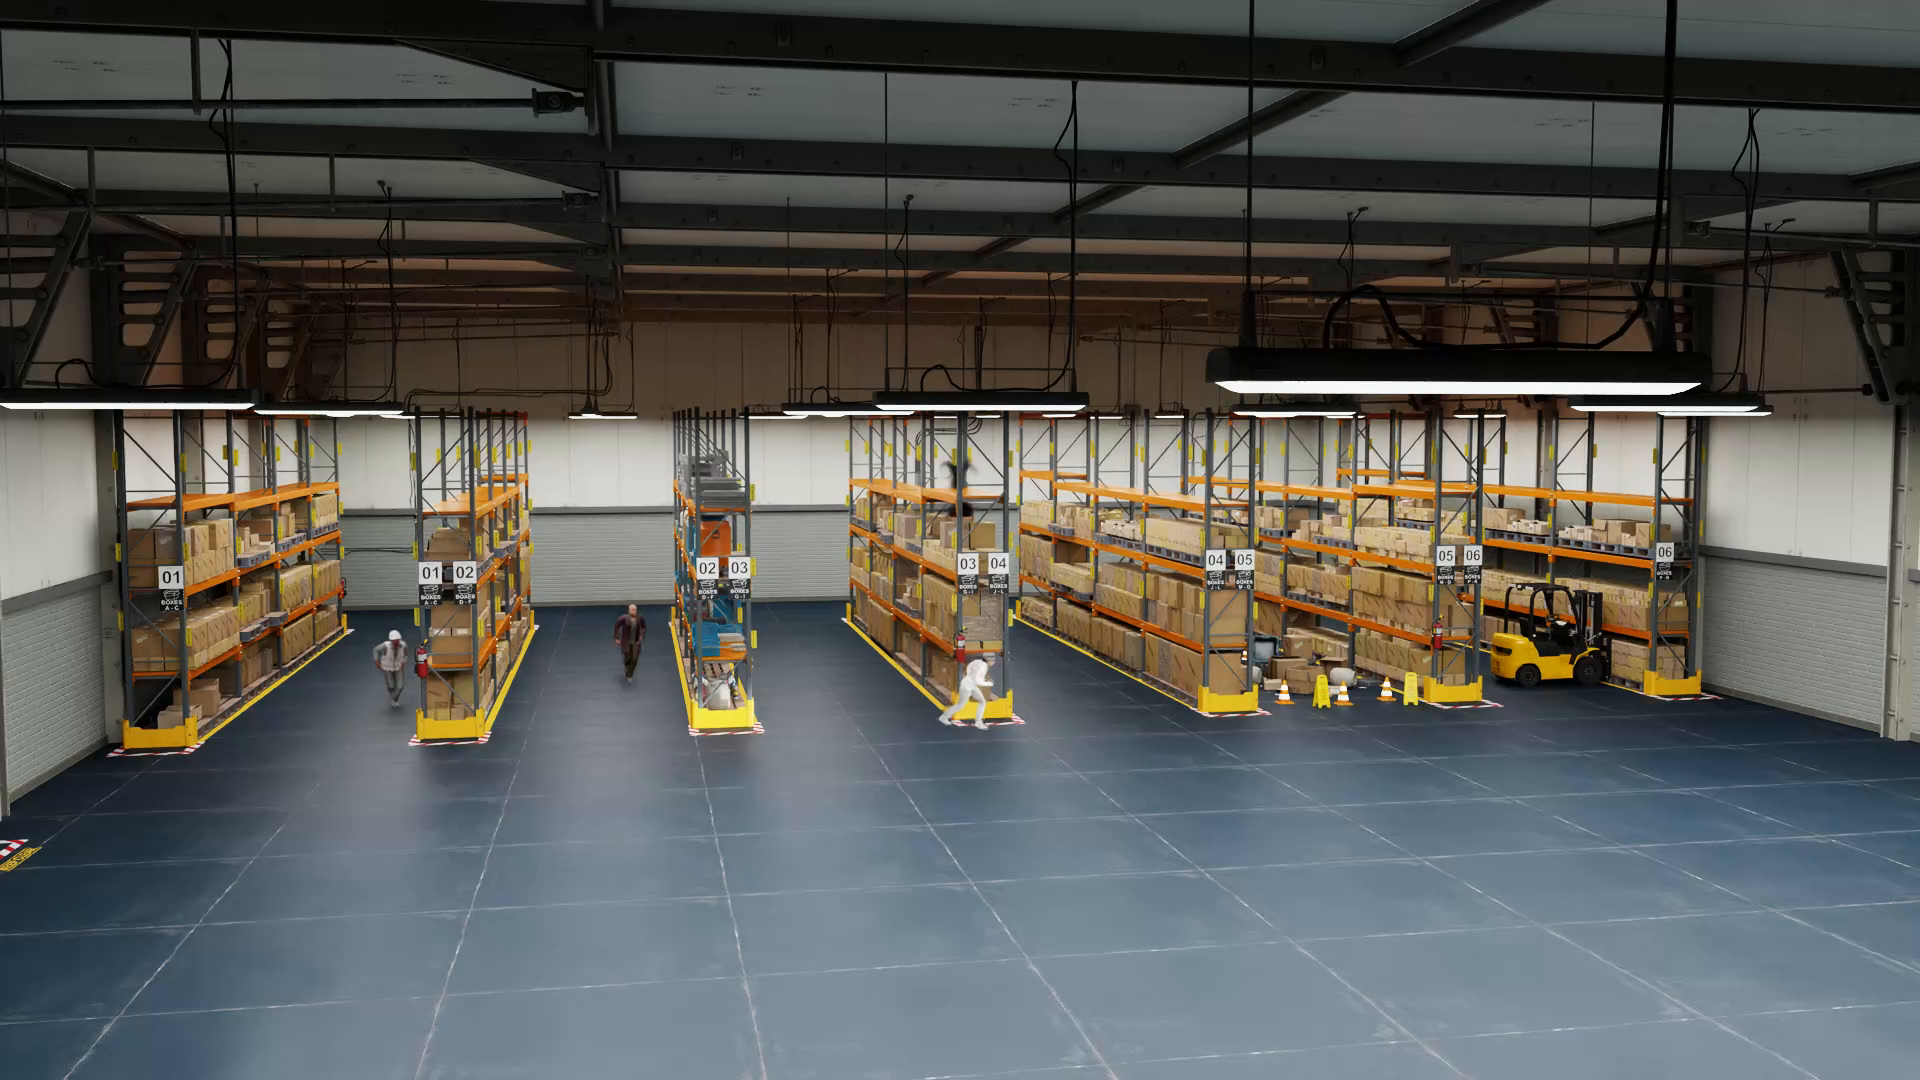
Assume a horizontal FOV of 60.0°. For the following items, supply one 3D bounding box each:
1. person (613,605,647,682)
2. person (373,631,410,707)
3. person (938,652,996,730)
[{"bbox_3d":[-7.284,2.262,36.735,0.719,1.712,0.705,-2,5,-26],"label":"person"},{"bbox_3d":[-11.351,2.575,33.206,0.686,1.591,0.849,-2,5,-26],"label":"person"},{"bbox_3d":[0.125,2.814,30.948,1.092,1.471,0.593,0,4,7],"label":"person"}]
